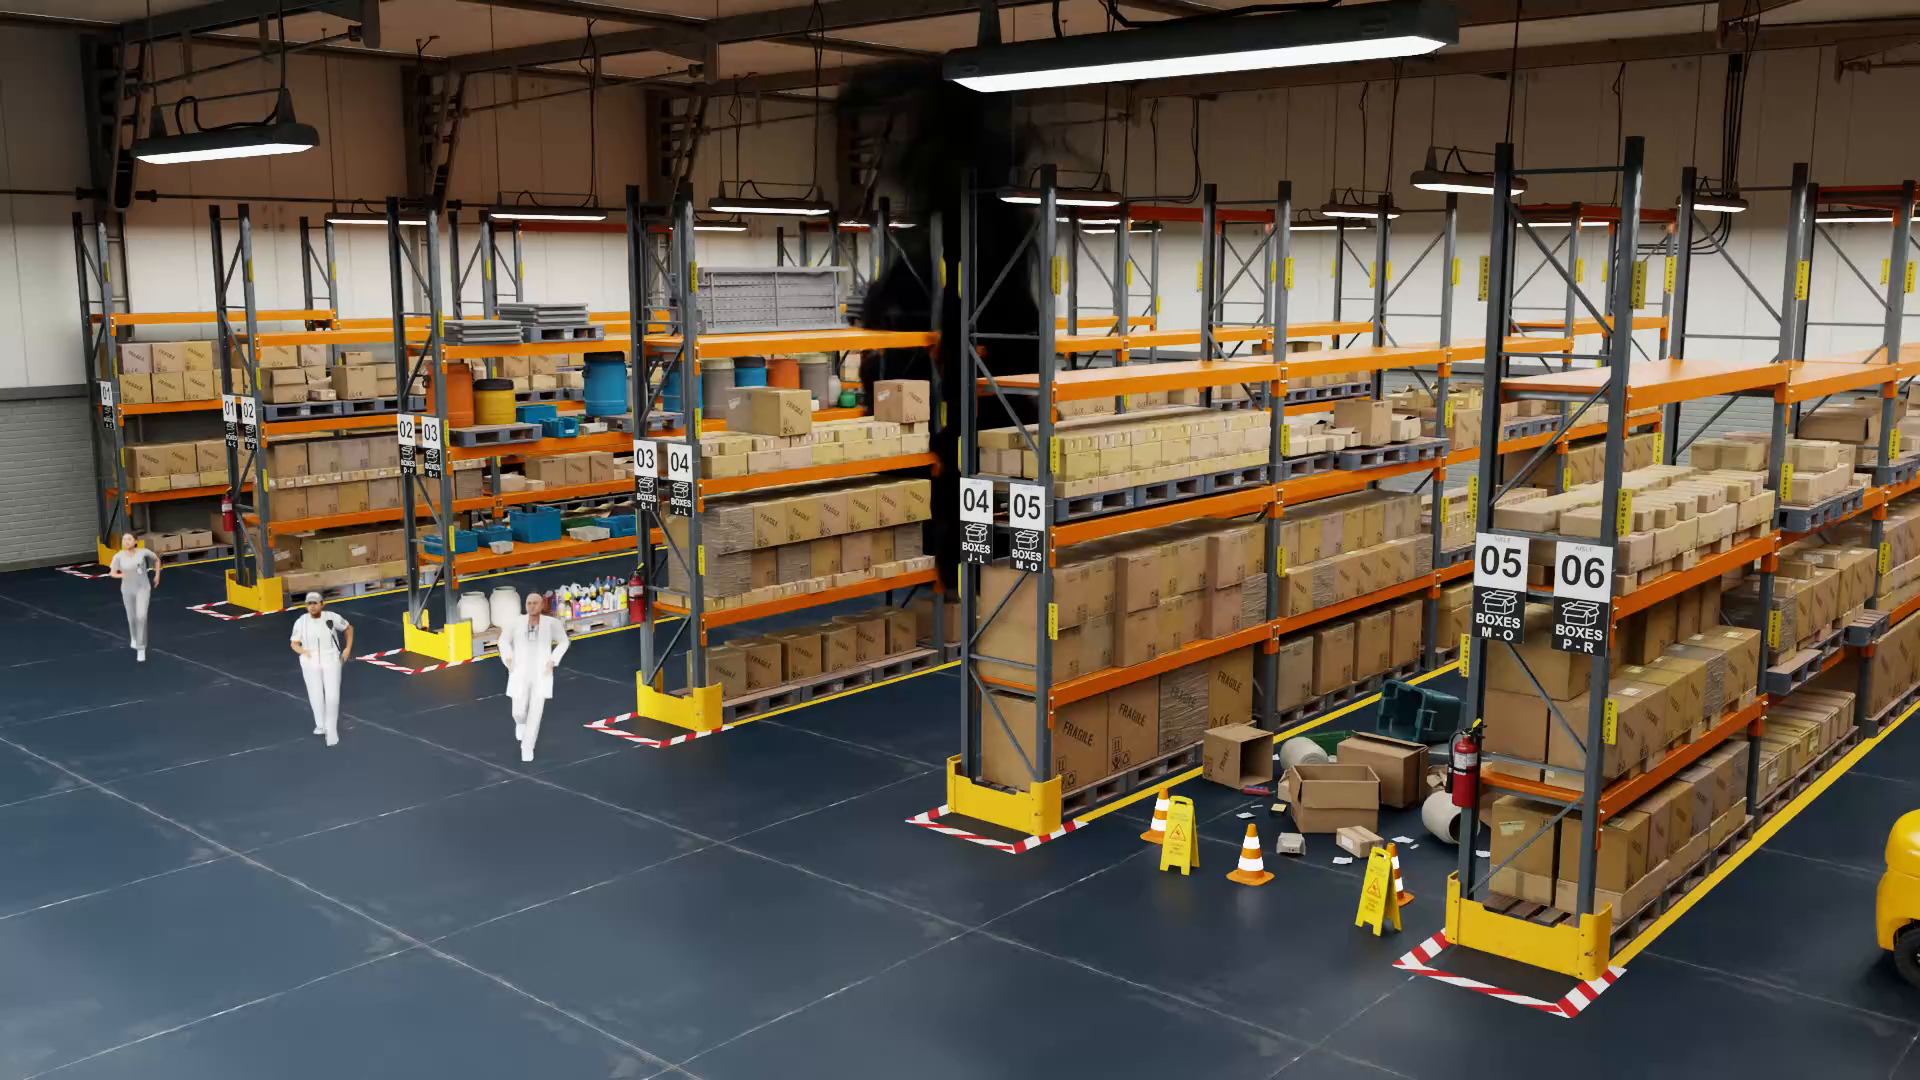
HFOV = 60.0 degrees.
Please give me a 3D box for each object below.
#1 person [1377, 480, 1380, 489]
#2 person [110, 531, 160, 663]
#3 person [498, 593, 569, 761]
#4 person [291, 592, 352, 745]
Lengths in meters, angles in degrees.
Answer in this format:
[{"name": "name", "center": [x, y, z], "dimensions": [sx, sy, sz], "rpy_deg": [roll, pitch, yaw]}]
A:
[{"name": "person", "center": [6.896, -0.233, 27.871], "dimensions": [0.648, 1.607, 0.532], "rpy_deg": [9, 13, 42]}, {"name": "person", "center": [-10.895, 0.702, 22.023], "dimensions": [0.575, 1.707, 0.914], "rpy_deg": [-3, 10, -16]}, {"name": "person", "center": [-4.510, 1.409, 17.642], "dimensions": [0.731, 1.745, 0.735], "rpy_deg": [-1, 10, -9]}, {"name": "person", "center": [-6.929, 1.391, 18.080], "dimensions": [0.611, 1.683, 0.703], "rpy_deg": [-2, 10, -14]}]
